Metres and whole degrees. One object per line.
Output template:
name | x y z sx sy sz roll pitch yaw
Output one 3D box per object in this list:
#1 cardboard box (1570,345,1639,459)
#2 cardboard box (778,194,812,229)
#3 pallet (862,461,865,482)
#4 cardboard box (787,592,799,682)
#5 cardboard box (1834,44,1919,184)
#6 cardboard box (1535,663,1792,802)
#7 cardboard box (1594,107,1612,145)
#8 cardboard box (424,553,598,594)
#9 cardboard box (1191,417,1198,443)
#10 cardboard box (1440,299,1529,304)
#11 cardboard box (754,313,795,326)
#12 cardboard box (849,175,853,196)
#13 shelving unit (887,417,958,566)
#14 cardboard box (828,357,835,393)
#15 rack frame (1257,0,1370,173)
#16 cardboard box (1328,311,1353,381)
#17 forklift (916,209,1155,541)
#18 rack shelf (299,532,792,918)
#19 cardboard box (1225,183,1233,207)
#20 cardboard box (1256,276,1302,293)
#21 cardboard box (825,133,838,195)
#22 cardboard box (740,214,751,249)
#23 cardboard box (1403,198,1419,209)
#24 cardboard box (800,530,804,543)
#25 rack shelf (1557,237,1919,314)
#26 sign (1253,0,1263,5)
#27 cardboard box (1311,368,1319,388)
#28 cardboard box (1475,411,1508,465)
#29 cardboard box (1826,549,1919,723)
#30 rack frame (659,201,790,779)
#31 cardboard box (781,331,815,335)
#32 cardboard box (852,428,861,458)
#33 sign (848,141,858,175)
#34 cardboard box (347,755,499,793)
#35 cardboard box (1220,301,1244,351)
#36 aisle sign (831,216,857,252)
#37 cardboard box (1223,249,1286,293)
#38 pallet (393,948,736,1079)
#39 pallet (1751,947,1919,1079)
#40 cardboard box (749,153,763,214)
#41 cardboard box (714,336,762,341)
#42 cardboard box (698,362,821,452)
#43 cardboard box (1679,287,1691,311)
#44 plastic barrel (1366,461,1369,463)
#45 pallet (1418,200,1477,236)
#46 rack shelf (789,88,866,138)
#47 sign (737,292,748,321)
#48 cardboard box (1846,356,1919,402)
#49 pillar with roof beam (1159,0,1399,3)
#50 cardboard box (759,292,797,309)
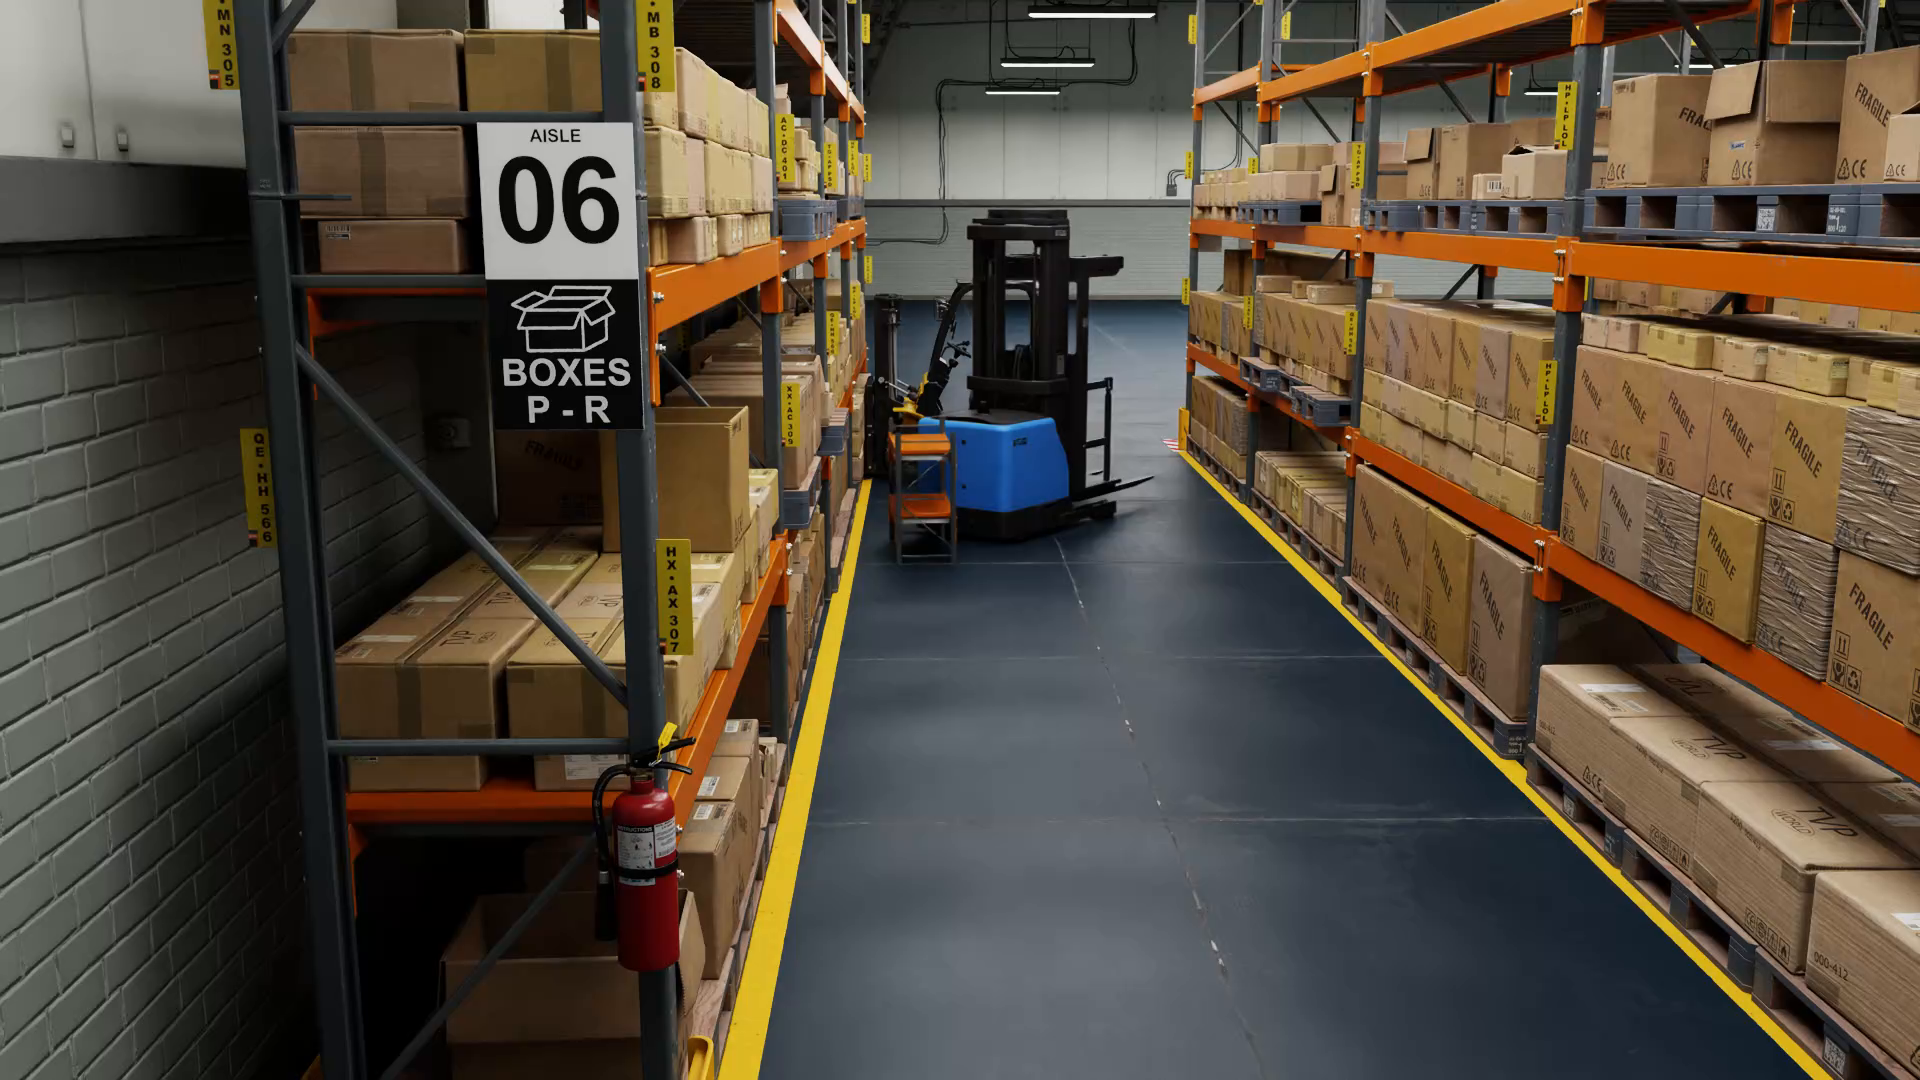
cardboard box | 3.320 -0.675 8.076 0.500 0.500 0.500 0 11 -1
cardboard box | -1.218 -2.102 10.708 0.500 0.250 0.500 0 11 -1
pallet | -1.578 -0.836 18.647 1.003 0.211 1.213 0 11 -1
cardboard box | -1.216 0.606 9.760 0.500 0.500 0.500 0 11 -2
cardboard box | 3.744 -1.612 6.356 0.500 0.500 0.500 0 11 0
cardboard box | 3.458 0.943 8.253 0.875 0.438 0.875 0 11 -2
cardboard box | 3.824 -2.133 9.177 0.500 0.500 0.500 0 11 -2
cardboard box | -1.617 0.221 6.055 0.500 0.250 0.500 0 11 1
cardboard box | 3.045 -1.314 19.851 0.500 0.250 0.500 0 11 -2
cardboard box | 3.742 -1.464 11.966 0.500 0.500 0.500 -1 11 -3
cardboard box | -1.782 -2.097 15.968 0.380 0.149 0.250 0 11 -2
cardboard box | -1.349 -3.648 16.871 0.500 0.311 0.500 0 11 0
shelving unit | -0.335 -0.442 14.406 0.538 1.125 1.048 -1 12 -6
cardboard box | -1.232 -1.267 12.878 0.500 0.250 0.500 0 11 -1
rack frame | 3.387 -4.762 15.899 1.000 3.000 0.127 0 11 -1
cardboard box | 3.183 -1.517 12.935 0.500 0.500 0.500 -1 11 -3
forklift | 0.862 -1.672 15.928 1.130 2.935 3.031 8 14 35
rack shelf | -1.369 0.540 6.665 1.077 0.370 4.000 0 11 -1
cardboard box | 3.102 -3.653 17.605 0.500 0.250 0.500 0 11 -2
cardboard box | 3.044 -2.446 15.882 0.380 0.149 0.250 0 11 -1
cardboard box | -1.285 -3.127 13.824 0.500 0.500 0.500 0 11 0
cardboard box | -1.108 -1.336 7.189 0.380 0.149 0.250 0 11 -1
cardboard box | 3.628 -2.545 12.854 0.396 0.266 0.258 0 11 -1
cardboard box | -1.271 -0.048 11.350 0.380 0.149 0.250 0 11 1
rack shelf | 3.594 -0.952 6.471 1.077 0.370 4.000 0 11 -1
sign | 2.845 -5.260 15.806 0.100 0.325 0.005 0 11 -1
cardboard box | 3.103 -1.327 13.630 0.380 0.149 0.250 -1 11 -4
cardboard box | 3.283 -0.589 9.539 0.500 0.250 0.500 0 11 0
cardboard box | 3.365 0.320 5.687 0.500 0.500 0.500 0 11 -2
rack frame | -1.410 -0.211 8.553 1.000 3.000 0.127 0 11 -1
cardboard box | -1.296 -1.643 13.730 0.380 0.149 0.250 0 11 -1
cardboard box | -1.277 -1.002 17.054 0.500 0.250 0.500 0 11 -1
sign | -1.033 -3.683 16.031 0.100 0.325 0.005 0 11 -1
cardboard box | -1.602 0.643 4.978 0.380 0.149 0.250 0 11 -2
cardboard box | 3.097 -2.310 17.899 0.500 0.500 0.500 0 11 0
aisle sign | -1.366 -3.884 20.123 0.394 0.787 0.004 0 11 -1
cardboard box | 3.534 -3.201 19.780 0.700 0.500 0.500 -1 11 -3
pallet | -1.346 1.778 5.767 1.003 0.211 1.213 0 11 -1
pallet | 3.541 1.771 5.797 1.003 0.211 1.213 0 11 -1
cardboard box | -1.128 -1.555 7.263 0.500 0.250 0.500 -1 11 -3
cardboard box | -1.763 -1.540 13.222 0.380 0.149 0.250 0 11 -1
cardboard box | -1.223 -0.821 10.256 0.700 0.500 0.500 0 11 -1
cardboard box | 8.360 -2.755 18.003 0.875 0.550 0.550 0 11 -1
plastic barrel | 4.861 -0.950 18.678 0.512 0.421 0.421 9 15 38
pallet | 3.562 -2.054 10.571 1.003 0.211 1.213 0 11 1
rack shelf | -1.617 -4.590 17.866 1.077 0.370 4.000 0 11 -1
sign | -2.130 -2.261 16.285 0.100 0.325 0.005 0 11 -1
cardboard box | 3.410 -0.568 5.916 0.380 0.149 0.250 0 11 -2
pillar with roof beam | 9.135 -15.671 47.793 6.894 0.400 0.400 0 11 -1
cardboard box | -1.848 -2.426 16.841 0.380 0.149 0.250 -1 11 -3
